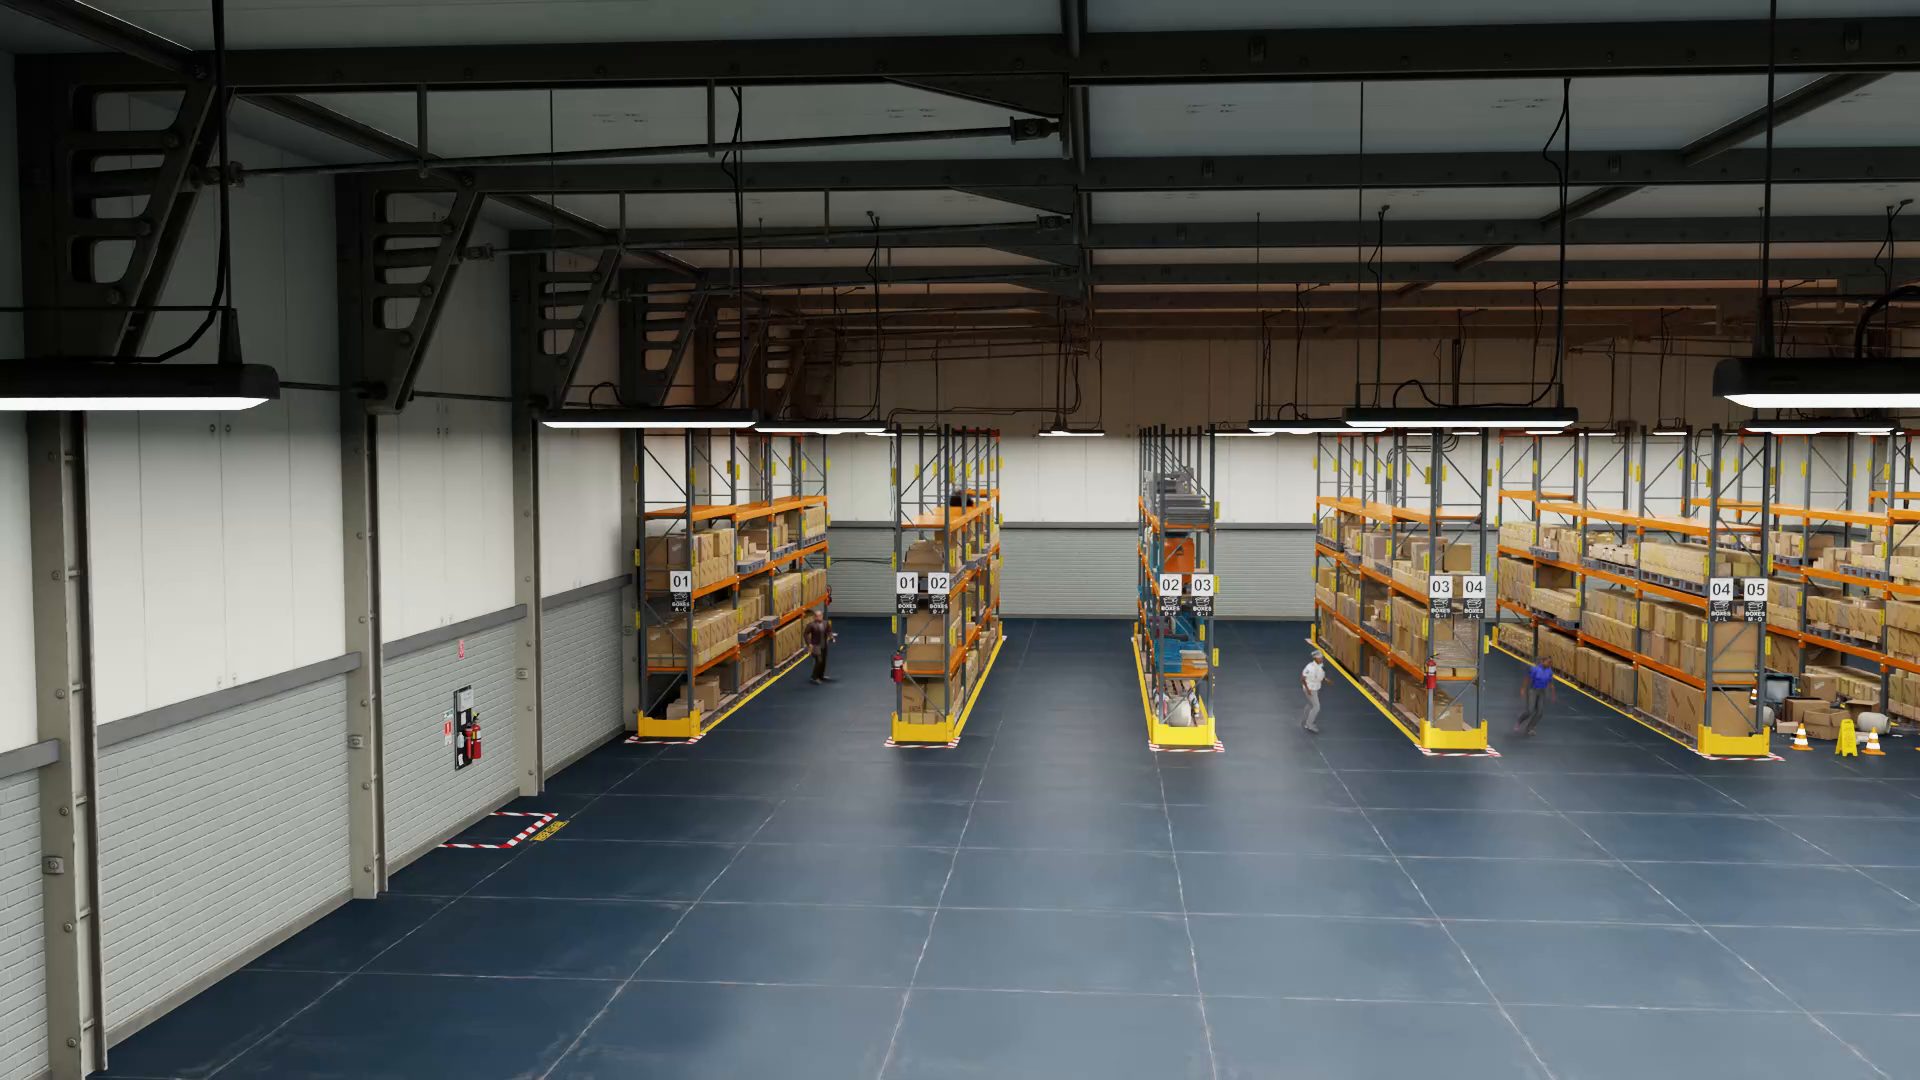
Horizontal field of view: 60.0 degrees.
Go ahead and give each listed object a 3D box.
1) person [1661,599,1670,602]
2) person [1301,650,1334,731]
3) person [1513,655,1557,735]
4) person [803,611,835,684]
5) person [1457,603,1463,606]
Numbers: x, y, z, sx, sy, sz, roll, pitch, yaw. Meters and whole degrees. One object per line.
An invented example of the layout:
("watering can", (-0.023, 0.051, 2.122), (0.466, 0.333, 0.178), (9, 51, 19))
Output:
("person", (18.050, 2.326, 42.456), (0.629, 1.651, 0.652), (-2, 4, -24))
("person", (6.985, 2.951, 32.733), (0.770, 1.619, 0.643), (3, 4, 38))
("person", (11.102, 2.974, 32.096), (0.707, 1.574, 0.597), (-1, 4, -10))
("person", (-3.275, 2.508, 39.078), (0.728, 1.718, 0.851), (-3, 5, -44))
("person", (13.613, 2.124, 45.562), (0.571, 1.691, 0.824), (1, 4, 19))
